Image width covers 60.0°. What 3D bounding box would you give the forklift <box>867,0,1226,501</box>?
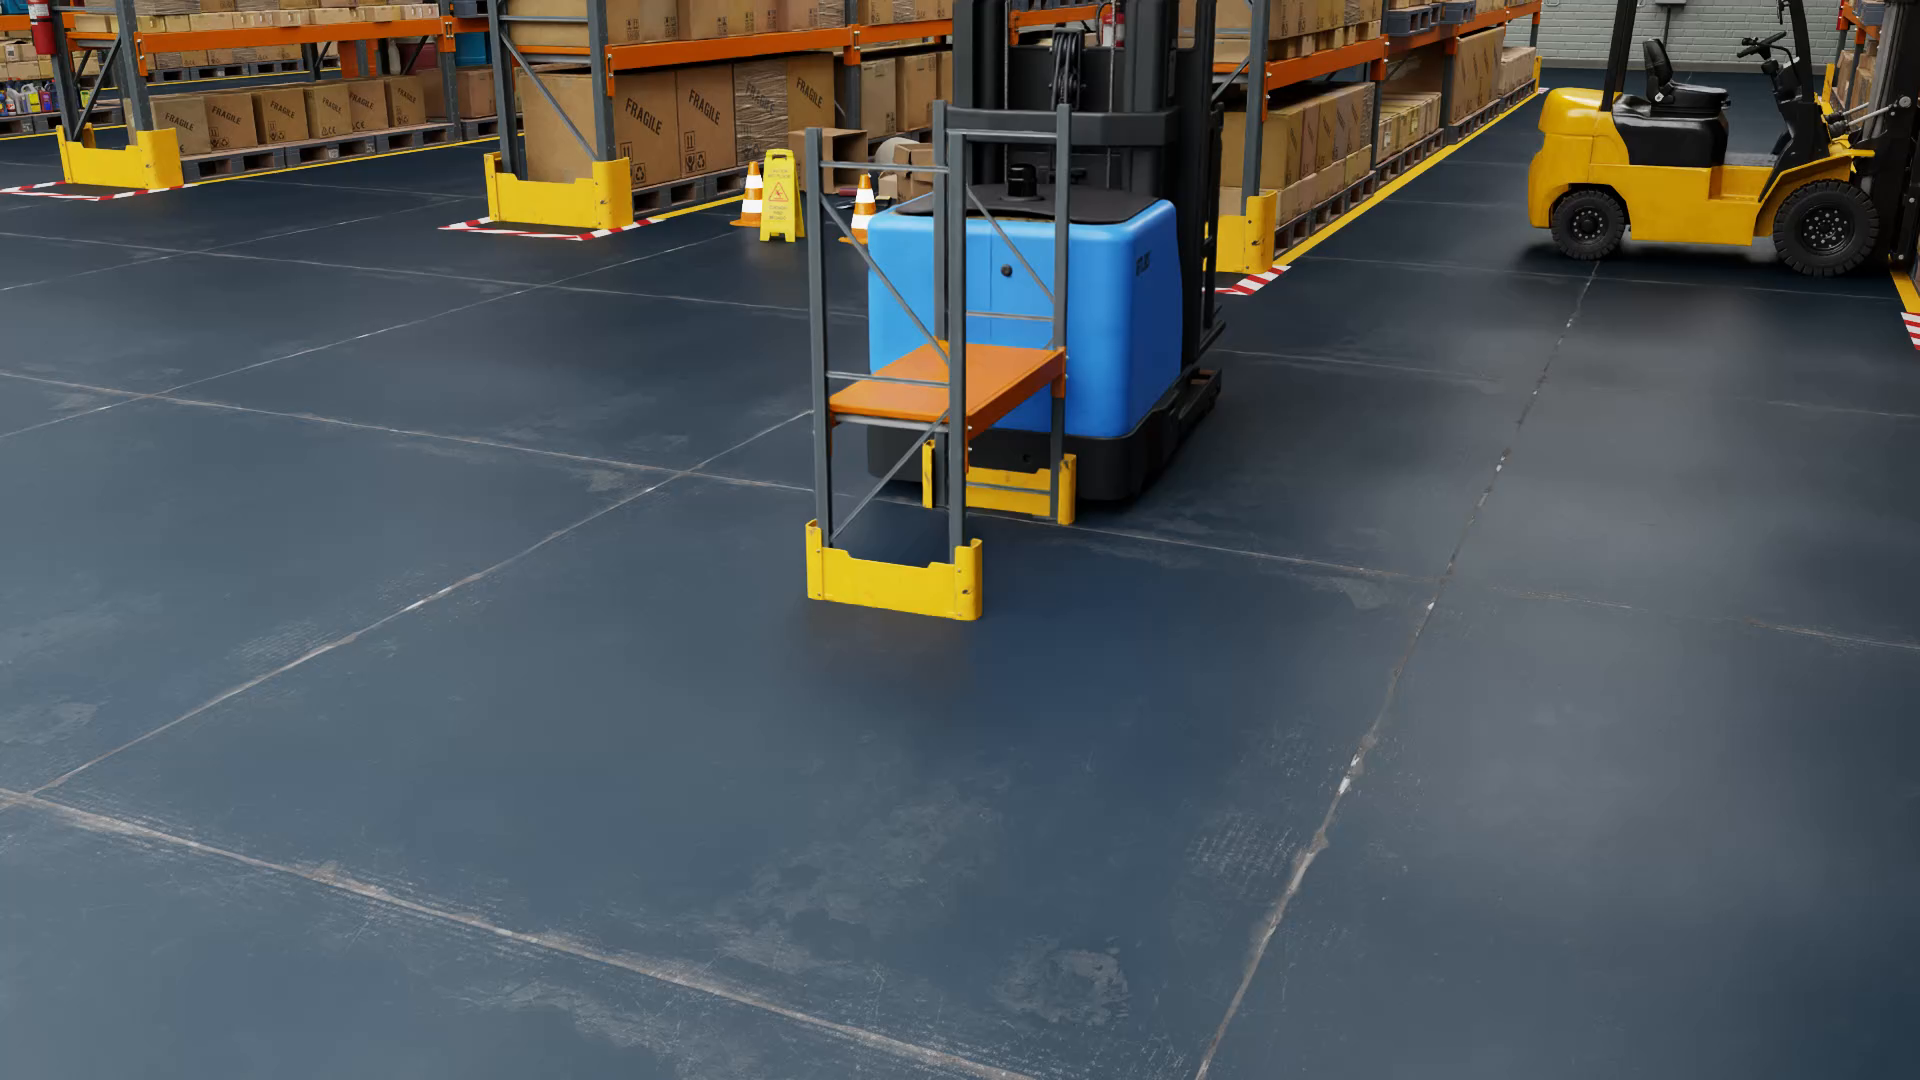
[{"bbox_3d":[0.587,-1.985,7.177,1.130,2.935,3.031,6,21,17],"label":"forklift"}]

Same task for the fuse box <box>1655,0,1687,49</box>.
[{"bbox_3d":[12.163,-8.925,28.511,0.539,1.711,0.414,9,21,23],"label":"fuse box"}]

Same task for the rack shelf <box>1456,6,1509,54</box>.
[{"bbox_3d":[5.562,-5.965,19.339,1.077,0.370,4.000,9,21,23],"label":"rack shelf"}]

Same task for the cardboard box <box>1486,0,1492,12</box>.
[{"bbox_3d":[5.994,-6.366,19.616,0.500,0.250,0.500,8,21,21],"label":"cardboard box"}]

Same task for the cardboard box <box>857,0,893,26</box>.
[{"bbox_3d":[-0.992,-5.289,16.215,0.500,0.500,0.500,9,21,23],"label":"cardboard box"}]

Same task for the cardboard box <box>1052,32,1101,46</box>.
[{"bbox_3d":[1.526,-6.519,21.809,0.500,0.250,0.500,10,22,25],"label":"cardboard box"}]

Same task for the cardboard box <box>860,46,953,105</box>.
[{"bbox_3d":[-0.501,-5.037,18.387,1.050,0.750,0.750,9,21,24],"label":"cardboard box"}]

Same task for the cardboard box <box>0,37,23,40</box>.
[{"bbox_3d":[-14.024,-7.298,24.652,0.500,0.311,0.500,8,21,21],"label":"cardboard box"}]

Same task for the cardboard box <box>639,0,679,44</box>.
[{"bbox_3d":[-2.775,-4.257,13.238,0.875,0.550,0.550,9,21,23],"label":"cardboard box"}]

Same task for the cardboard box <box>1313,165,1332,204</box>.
[{"bbox_3d":[2.477,-2.682,12.509,0.500,0.250,0.500,10,22,26],"label":"cardboard box"}]

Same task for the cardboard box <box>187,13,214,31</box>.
[{"bbox_3d":[-7.004,-4.691,15.057,0.380,0.149,0.250,9,21,23],"label":"cardboard box"}]

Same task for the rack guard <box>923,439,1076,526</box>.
[{"bbox_3d":[0.143,-0.217,6.205,0.587,0.250,0.087,7,21,20],"label":"rack guard"}]

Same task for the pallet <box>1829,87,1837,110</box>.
[{"bbox_3d":[12.192,-5.877,22.180,1.003,0.211,1.213,9,21,23],"label":"pallet"}]

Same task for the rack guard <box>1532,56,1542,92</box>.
[{"bbox_3d":[8.029,-6.968,24.815,1.175,0.500,0.348,9,21,23],"label":"rack guard"}]

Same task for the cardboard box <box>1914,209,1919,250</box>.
[{"bbox_3d":[6.326,-1.959,10.477,0.500,0.250,0.500,9,21,23],"label":"cardboard box"}]

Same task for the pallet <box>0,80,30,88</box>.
[{"bbox_3d":[-14.208,-6.481,23.877,1.003,0.211,1.213,9,21,23],"label":"pallet"}]

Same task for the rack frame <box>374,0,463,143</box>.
[{"bbox_3d":[-5.936,-5.830,17.884,1.000,3.000,0.127,9,21,23],"label":"rack frame"}]

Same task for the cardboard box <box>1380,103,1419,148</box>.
[{"bbox_3d":[3.892,-4.023,16.100,0.950,0.372,0.625,9,22,24],"label":"cardboard box"}]

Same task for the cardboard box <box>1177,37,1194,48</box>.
[{"bbox_3d":[1.425,-3.272,11.068,0.380,0.149,0.250,9,22,25],"label":"cardboard box"}]

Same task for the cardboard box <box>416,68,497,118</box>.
[{"bbox_3d":[-5.665,-5.044,18.749,0.700,0.500,0.500,7,21,19],"label":"cardboard box"}]

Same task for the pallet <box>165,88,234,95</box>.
[{"bbox_3d":[-9.670,-5.815,22.005,1.003,0.211,1.213,9,21,23],"label":"pallet"}]

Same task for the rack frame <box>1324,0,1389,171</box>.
[{"bbox_3d":[3.105,-4.470,14.061,1.000,3.000,0.127,9,21,23],"label":"rack frame"}]

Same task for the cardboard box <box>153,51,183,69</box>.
[{"bbox_3d":[-12.678,-7.703,26.226,0.500,0.500,0.500,8,21,21],"label":"cardboard box"}]

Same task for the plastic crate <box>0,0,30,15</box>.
[{"bbox_3d":[-10.660,-6.063,18.764,0.499,0.251,0.616,9,21,23],"label":"plastic crate"}]

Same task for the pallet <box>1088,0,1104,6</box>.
[{"bbox_3d":[1.378,-7.260,22.191,1.003,0.211,1.213,9,21,23],"label":"pallet"}]

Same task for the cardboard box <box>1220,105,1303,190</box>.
[{"bbox_3d":[2.059,-2.719,11.494,0.500,0.500,0.500,8,21,21],"label":"cardboard box"}]

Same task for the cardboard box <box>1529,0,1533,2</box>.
[{"bbox_3d":[7.642,-7.691,22.970,0.500,0.500,0.500,9,22,24],"label":"cardboard box"}]

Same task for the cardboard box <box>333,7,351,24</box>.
[{"bbox_3d":[-6.313,-5.230,16.573,0.380,0.149,0.250,9,21,23],"label":"cardboard box"}]

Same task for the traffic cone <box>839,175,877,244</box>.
[{"bbox_3d":[-0.686,-2.409,12.051,0.336,0.463,0.334,9,21,23],"label":"traffic cone"}]

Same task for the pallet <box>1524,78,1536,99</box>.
[{"bbox_3d":[7.763,-6.569,24.125,1.003,0.211,1.213,9,21,23],"label":"pallet"}]

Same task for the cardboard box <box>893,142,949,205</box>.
[{"bbox_3d":[-0.124,-2.955,13.527,0.797,0.503,0.637,-5,20,-15],"label":"cardboard box"}]

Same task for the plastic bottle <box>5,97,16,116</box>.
[{"bbox_3d":[-10.760,-4.915,18.833,0.097,0.201,0.097,0,20,0],"label":"plastic bottle"}]

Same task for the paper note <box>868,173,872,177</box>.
[{"bbox_3d":[-0.902,-3.390,15.454,0.147,0.020,0.142,-5,20,-15],"label":"paper note"}]

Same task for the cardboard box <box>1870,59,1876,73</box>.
[{"bbox_3d":[10.147,-5.156,18.125,0.380,0.149,0.250,8,21,23],"label":"cardboard box"}]

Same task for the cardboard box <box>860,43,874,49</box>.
[{"bbox_3d":[-1.948,-7.938,26.356,0.875,0.875,0.875,9,21,23],"label":"cardboard box"}]

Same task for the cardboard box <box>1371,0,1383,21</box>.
[{"bbox_3d":[3.150,-4.487,13.516,0.500,0.500,0.500,8,21,21],"label":"cardboard box"}]

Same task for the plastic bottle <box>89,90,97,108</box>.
[{"bbox_3d":[-10.319,-5.244,19.758,0.097,0.201,0.097,0,20,0],"label":"plastic bottle"}]

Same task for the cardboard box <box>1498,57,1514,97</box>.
[{"bbox_3d":[6.736,-6.083,21.794,0.875,0.438,0.875,8,21,22],"label":"cardboard box"}]

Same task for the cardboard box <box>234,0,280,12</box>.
[{"bbox_3d":[-6.984,-5.275,15.731,0.875,0.500,0.500,9,21,23],"label":"cardboard box"}]

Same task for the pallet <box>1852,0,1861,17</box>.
[{"bbox_3d":[10.484,-5.916,18.413,1.003,0.211,1.213,9,21,23],"label":"pallet"}]

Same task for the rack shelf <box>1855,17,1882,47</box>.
[{"bbox_3d":[10.092,-5.285,17.427,1.077,0.370,4.000,9,21,23],"label":"rack shelf"}]

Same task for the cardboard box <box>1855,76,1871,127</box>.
[{"bbox_3d":[9.872,-4.665,17.713,0.500,0.500,0.500,8,21,21],"label":"cardboard box"}]

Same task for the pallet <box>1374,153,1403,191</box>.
[{"bbox_3d":[3.422,-3.394,15.198,1.003,0.211,1.213,9,21,23],"label":"pallet"}]

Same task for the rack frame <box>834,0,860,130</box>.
[{"bbox_3d":[-1.452,-5.118,15.884,1.000,3.000,0.127,9,21,23],"label":"rack frame"}]

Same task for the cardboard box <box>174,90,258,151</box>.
[{"bbox_3d":[-7.090,-4.003,15.852,0.500,0.500,0.500,15,25,37],"label":"cardboard box"}]

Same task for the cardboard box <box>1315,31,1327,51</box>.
[{"bbox_3d":[2.477,-3.674,12.197,0.380,0.149,0.250,8,21,21],"label":"cardboard box"}]

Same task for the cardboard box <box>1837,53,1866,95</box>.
[{"bbox_3d":[11.826,-6.048,21.603,0.700,0.500,0.500,10,22,25],"label":"cardboard box"}]

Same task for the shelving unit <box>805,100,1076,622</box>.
[{"bbox_3d":[-0.036,-0.650,5.558,0.587,1.500,1.083,7,21,20],"label":"shelving unit"}]

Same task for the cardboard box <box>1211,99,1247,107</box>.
[{"bbox_3d":[1.768,-2.943,12.126,0.500,0.500,0.500,9,22,25],"label":"cardboard box"}]

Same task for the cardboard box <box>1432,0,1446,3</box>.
[{"bbox_3d":[4.507,-5.303,16.151,0.380,0.149,0.250,9,21,24],"label":"cardboard box"}]

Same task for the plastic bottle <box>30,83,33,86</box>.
[{"bbox_3d":[-11.093,-5.293,19.784,0.152,0.276,0.135,9,22,25],"label":"plastic bottle"}]

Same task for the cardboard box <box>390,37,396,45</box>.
[{"bbox_3d":[-10.473,-9.284,31.044,0.500,0.250,0.500,9,21,23],"label":"cardboard box"}]

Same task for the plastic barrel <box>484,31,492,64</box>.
[{"bbox_3d":[-7.417,-8.000,26.492,0.600,0.901,0.708,9,21,23],"label":"plastic barrel"}]
